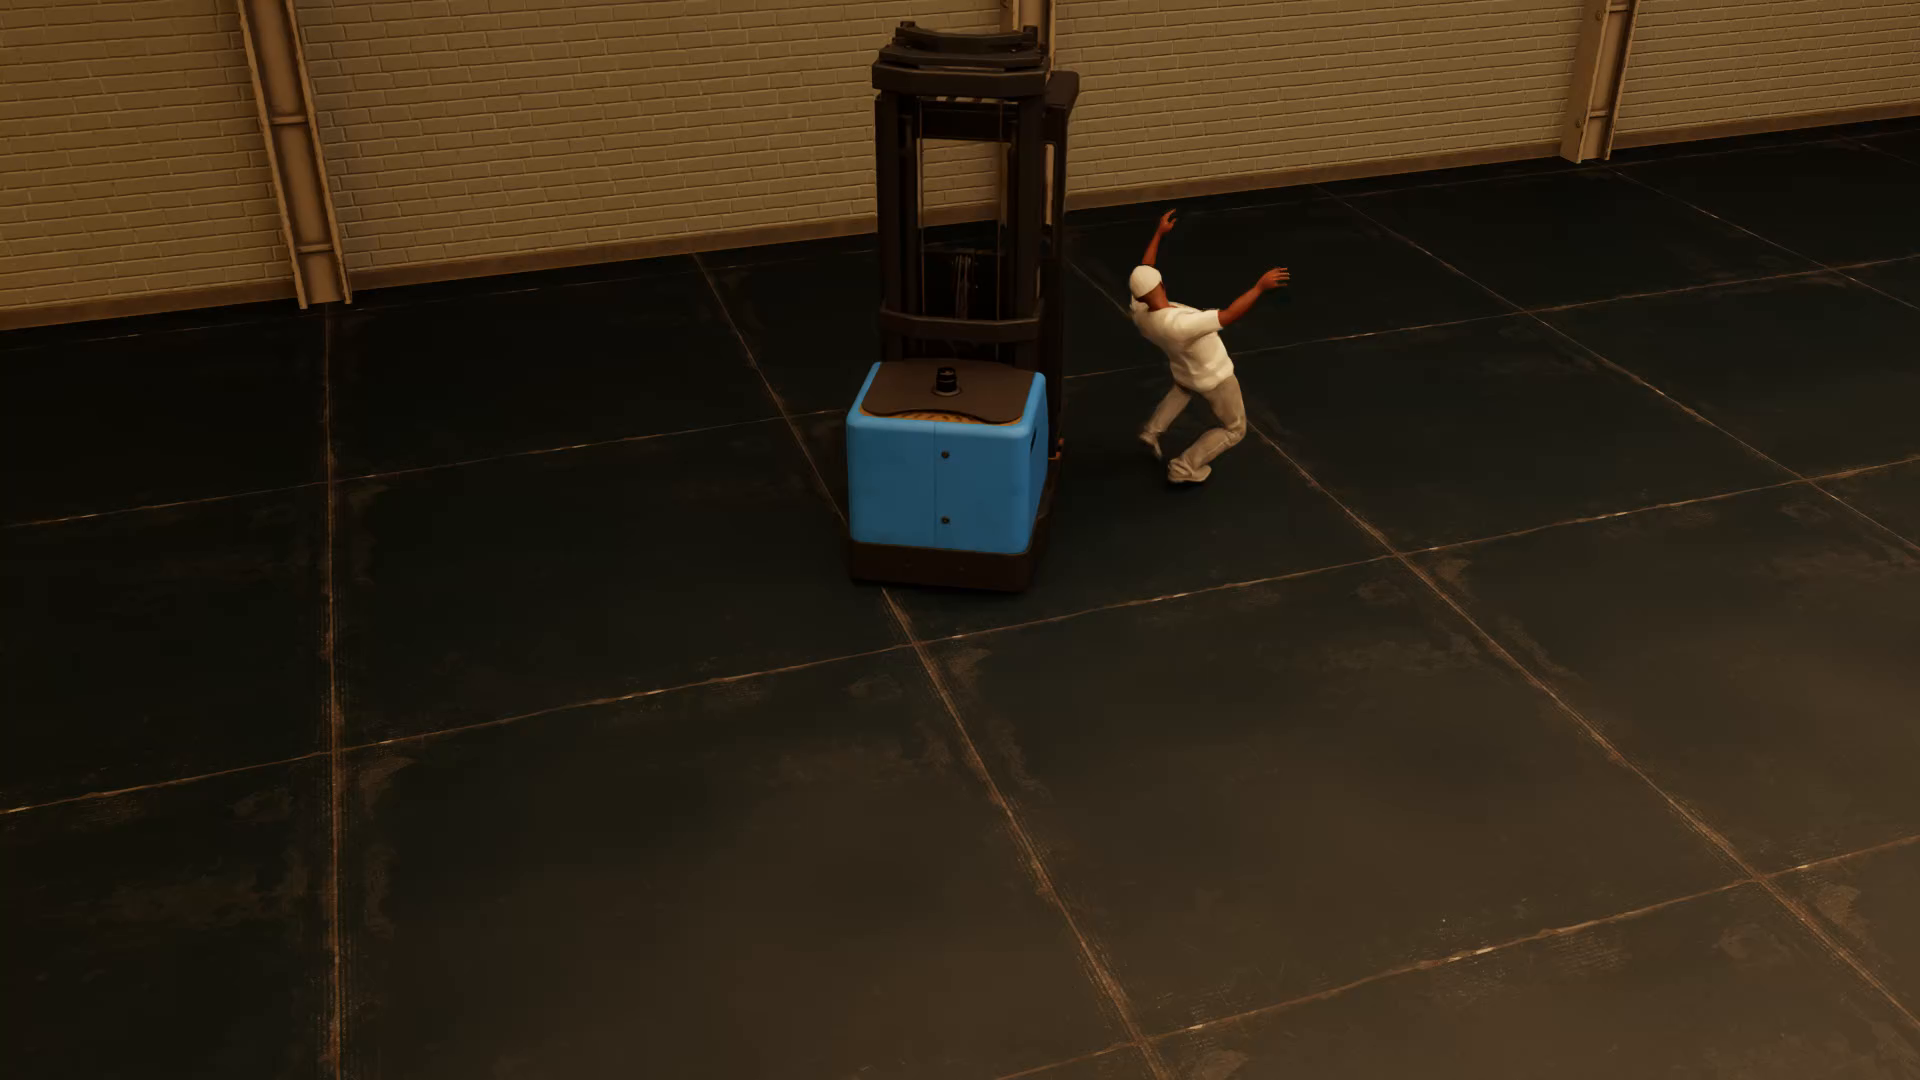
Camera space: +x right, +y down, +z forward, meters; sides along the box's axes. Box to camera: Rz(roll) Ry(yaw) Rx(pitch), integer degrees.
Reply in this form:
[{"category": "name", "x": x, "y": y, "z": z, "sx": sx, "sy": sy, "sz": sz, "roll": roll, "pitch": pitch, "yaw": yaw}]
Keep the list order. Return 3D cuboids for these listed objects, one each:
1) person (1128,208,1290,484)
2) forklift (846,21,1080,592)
[{"category": "person", "x": 1.415, "y": -1.103, "z": 10.286, "sx": 0.743, "sy": 1.645, "sz": 1.035, "roll": -17, "pitch": 34, "yaw": -28}, {"category": "forklift", "x": 0.102, "y": -1.694, "z": 10.032, "sx": 1.130, "sy": 2.935, "sz": 3.031, "roll": 5, "pitch": 30, "yaw": 8}]
